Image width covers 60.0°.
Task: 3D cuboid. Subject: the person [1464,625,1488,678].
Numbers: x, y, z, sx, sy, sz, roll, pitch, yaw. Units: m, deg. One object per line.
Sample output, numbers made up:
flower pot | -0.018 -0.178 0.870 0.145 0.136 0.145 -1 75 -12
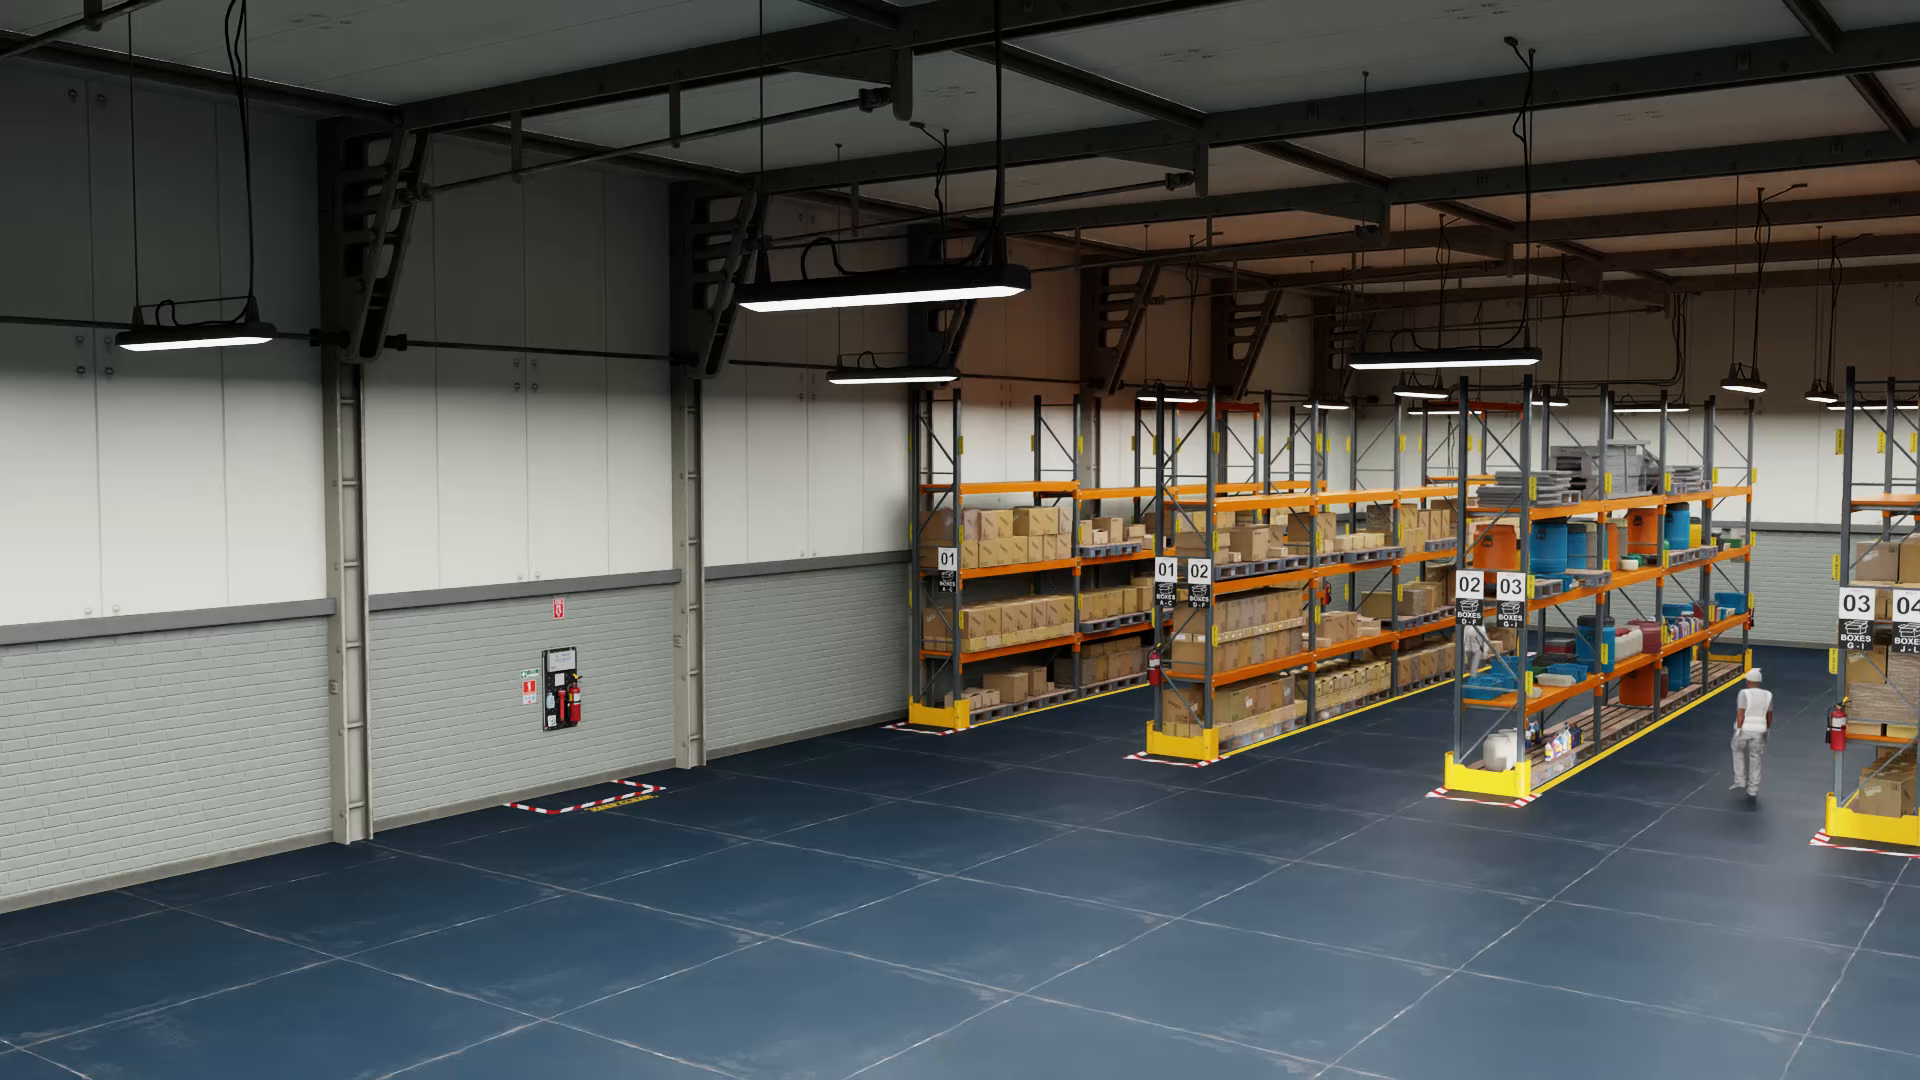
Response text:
person | 10.404 2.239 33.744 0.547 1.616 1.034 3 4 39

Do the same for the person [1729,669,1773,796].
person | 11.358 2.756 23.817 0.537 1.790 0.529 1 3 17
